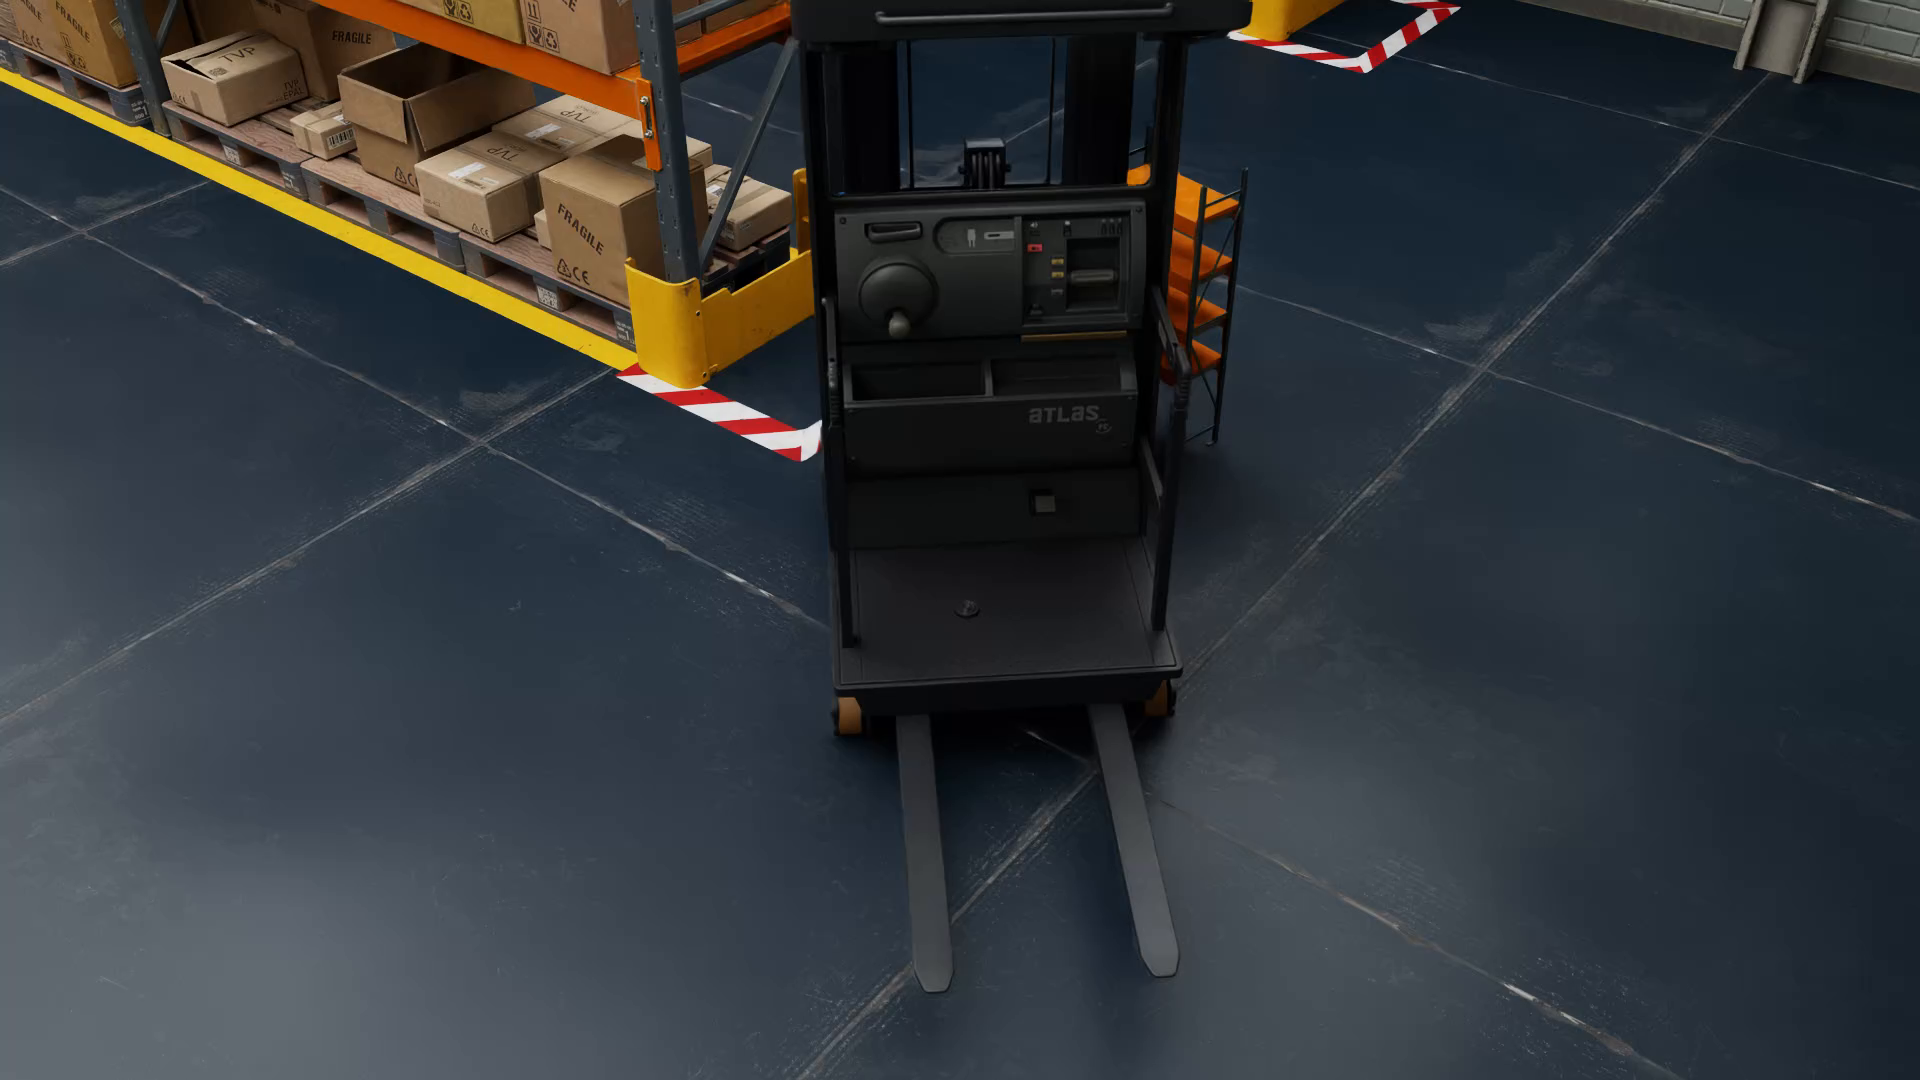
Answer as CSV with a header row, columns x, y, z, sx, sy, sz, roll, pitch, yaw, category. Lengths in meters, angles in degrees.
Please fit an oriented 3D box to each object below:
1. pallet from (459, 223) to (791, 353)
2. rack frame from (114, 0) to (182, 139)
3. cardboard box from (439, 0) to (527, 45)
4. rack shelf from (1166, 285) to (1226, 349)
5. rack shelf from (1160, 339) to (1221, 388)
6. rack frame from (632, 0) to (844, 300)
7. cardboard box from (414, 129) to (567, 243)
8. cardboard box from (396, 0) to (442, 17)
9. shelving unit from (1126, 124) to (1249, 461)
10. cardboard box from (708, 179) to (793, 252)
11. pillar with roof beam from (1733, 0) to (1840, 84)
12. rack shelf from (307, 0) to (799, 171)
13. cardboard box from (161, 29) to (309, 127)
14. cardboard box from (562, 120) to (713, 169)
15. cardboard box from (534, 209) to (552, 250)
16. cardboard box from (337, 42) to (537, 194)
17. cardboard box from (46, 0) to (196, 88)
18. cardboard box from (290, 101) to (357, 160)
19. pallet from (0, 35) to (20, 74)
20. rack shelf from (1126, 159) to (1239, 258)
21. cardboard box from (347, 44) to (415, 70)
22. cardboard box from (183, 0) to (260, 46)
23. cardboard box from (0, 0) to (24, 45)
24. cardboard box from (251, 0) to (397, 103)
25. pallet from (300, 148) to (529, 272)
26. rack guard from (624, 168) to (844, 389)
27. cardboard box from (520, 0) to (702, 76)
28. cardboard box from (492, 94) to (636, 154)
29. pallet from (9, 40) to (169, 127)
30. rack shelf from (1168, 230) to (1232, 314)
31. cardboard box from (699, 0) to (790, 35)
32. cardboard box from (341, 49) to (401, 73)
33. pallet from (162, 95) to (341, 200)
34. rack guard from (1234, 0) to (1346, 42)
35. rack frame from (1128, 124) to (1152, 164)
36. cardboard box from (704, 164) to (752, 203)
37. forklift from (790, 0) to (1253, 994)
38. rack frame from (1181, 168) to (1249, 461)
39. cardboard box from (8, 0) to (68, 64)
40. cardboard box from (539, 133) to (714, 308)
x,y,z,sx,sy,sz,roll,pitch,yaw,category
-1.563,-1.357,7.812,1.213,0.211,1.003,25,45,29,pallet
-4.046,-3.626,8.448,0.127,3.000,1.000,25,45,29,rack frame
-1.804,-2.394,6.794,0.500,0.500,0.500,26,45,29,cardboard box
0.793,-0.889,6.521,0.258,0.148,0.480,-28,46,-31,rack shelf
0.793,-0.733,6.644,0.258,0.148,0.480,-28,46,-31,rack shelf
-0.869,-2.128,6.535,0.127,3.000,1.000,25,45,29,rack frame
-2.187,-1.672,7.826,0.500,0.250,0.500,25,45,29,cardboard box
-2.197,-2.584,7.036,0.500,0.500,0.500,26,45,29,cardboard box
0.793,-0.942,6.480,0.258,1.200,0.503,-28,46,-31,shelving unit
-0.993,-1.504,7.693,0.250,0.149,0.380,25,45,29,cardboard box
2.192,-4.222,4.342,0.400,9.000,9.100,25,45,29,pillar with roof beam
-2.457,-2.594,7.713,4.000,0.370,1.077,25,45,29,rack shelf
-3.844,-2.478,8.805,0.500,0.311,0.500,25,45,29,cardboard box
-1.526,-1.748,7.924,0.500,0.250,0.500,25,45,29,cardboard box
-1.717,-1.464,7.629,0.250,0.166,0.380,25,45,29,cardboard box
-2.551,-2.115,8.187,0.637,0.503,0.797,25,45,29,cardboard box
-4.612,-2.860,9.140,0.500,0.500,0.500,25,44,28,cardboard box
-3.151,-2.102,8.442,0.250,0.166,0.380,25,45,29,cardboard box
-5.688,-3.271,10.257,1.213,0.211,1.003,25,45,29,pallet
0.793,-1.251,6.238,0.258,0.148,0.480,-28,46,-31,rack shelf
-2.825,-2.385,8.688,0.500,0.311,0.500,25,45,29,cardboard box
-4.282,-3.116,9.467,0.500,0.500,0.500,23,44,27,cardboard box
-5.398,-3.237,9.622,0.500,0.500,0.500,26,45,29,cardboard box
-3.421,-2.741,8.988,0.500,0.500,0.500,25,45,29,cardboard box
-2.528,-1.814,8.396,1.213,0.211,1.003,25,45,29,pallet
-0.929,-1.172,7.342,0.348,0.500,1.175,25,45,29,rack guard
-1.390,-2.202,6.548,0.500,0.500,0.500,27,45,30,cardboard box
-1.923,-1.936,8.163,0.500,0.250,0.500,25,45,29,cardboard box
-4.715,-2.814,9.673,1.213,0.211,1.003,25,45,29,pallet
0.793,-1.065,6.383,0.258,0.148,0.480,-28,46,-31,rack shelf
-1.061,-2.463,6.881,0.500,0.500,0.500,26,45,29,cardboard box
-3.087,-2.491,8.954,0.250,0.149,0.380,25,45,29,cardboard box
-3.501,-2.270,8.979,1.213,0.211,1.003,25,45,29,pallet
2.157,-3.562,10.394,0.348,0.500,1.175,25,45,29,rack guard
0.635,-1.056,6.626,0.240,1.200,0.015,-28,46,-31,rack frame
-1.191,-1.604,7.807,0.250,0.166,0.380,25,45,29,cardboard box
0.115,-0.736,4.812,1.130,2.935,3.031,-3,38,-4,forklift
0.951,-0.827,6.333,0.240,1.200,0.015,-28,46,-31,rack frame
-5.000,-3.049,9.382,0.500,0.500,0.500,25,45,29,cardboard box
-1.450,-1.400,7.276,0.500,0.500,0.500,25,45,29,cardboard box
